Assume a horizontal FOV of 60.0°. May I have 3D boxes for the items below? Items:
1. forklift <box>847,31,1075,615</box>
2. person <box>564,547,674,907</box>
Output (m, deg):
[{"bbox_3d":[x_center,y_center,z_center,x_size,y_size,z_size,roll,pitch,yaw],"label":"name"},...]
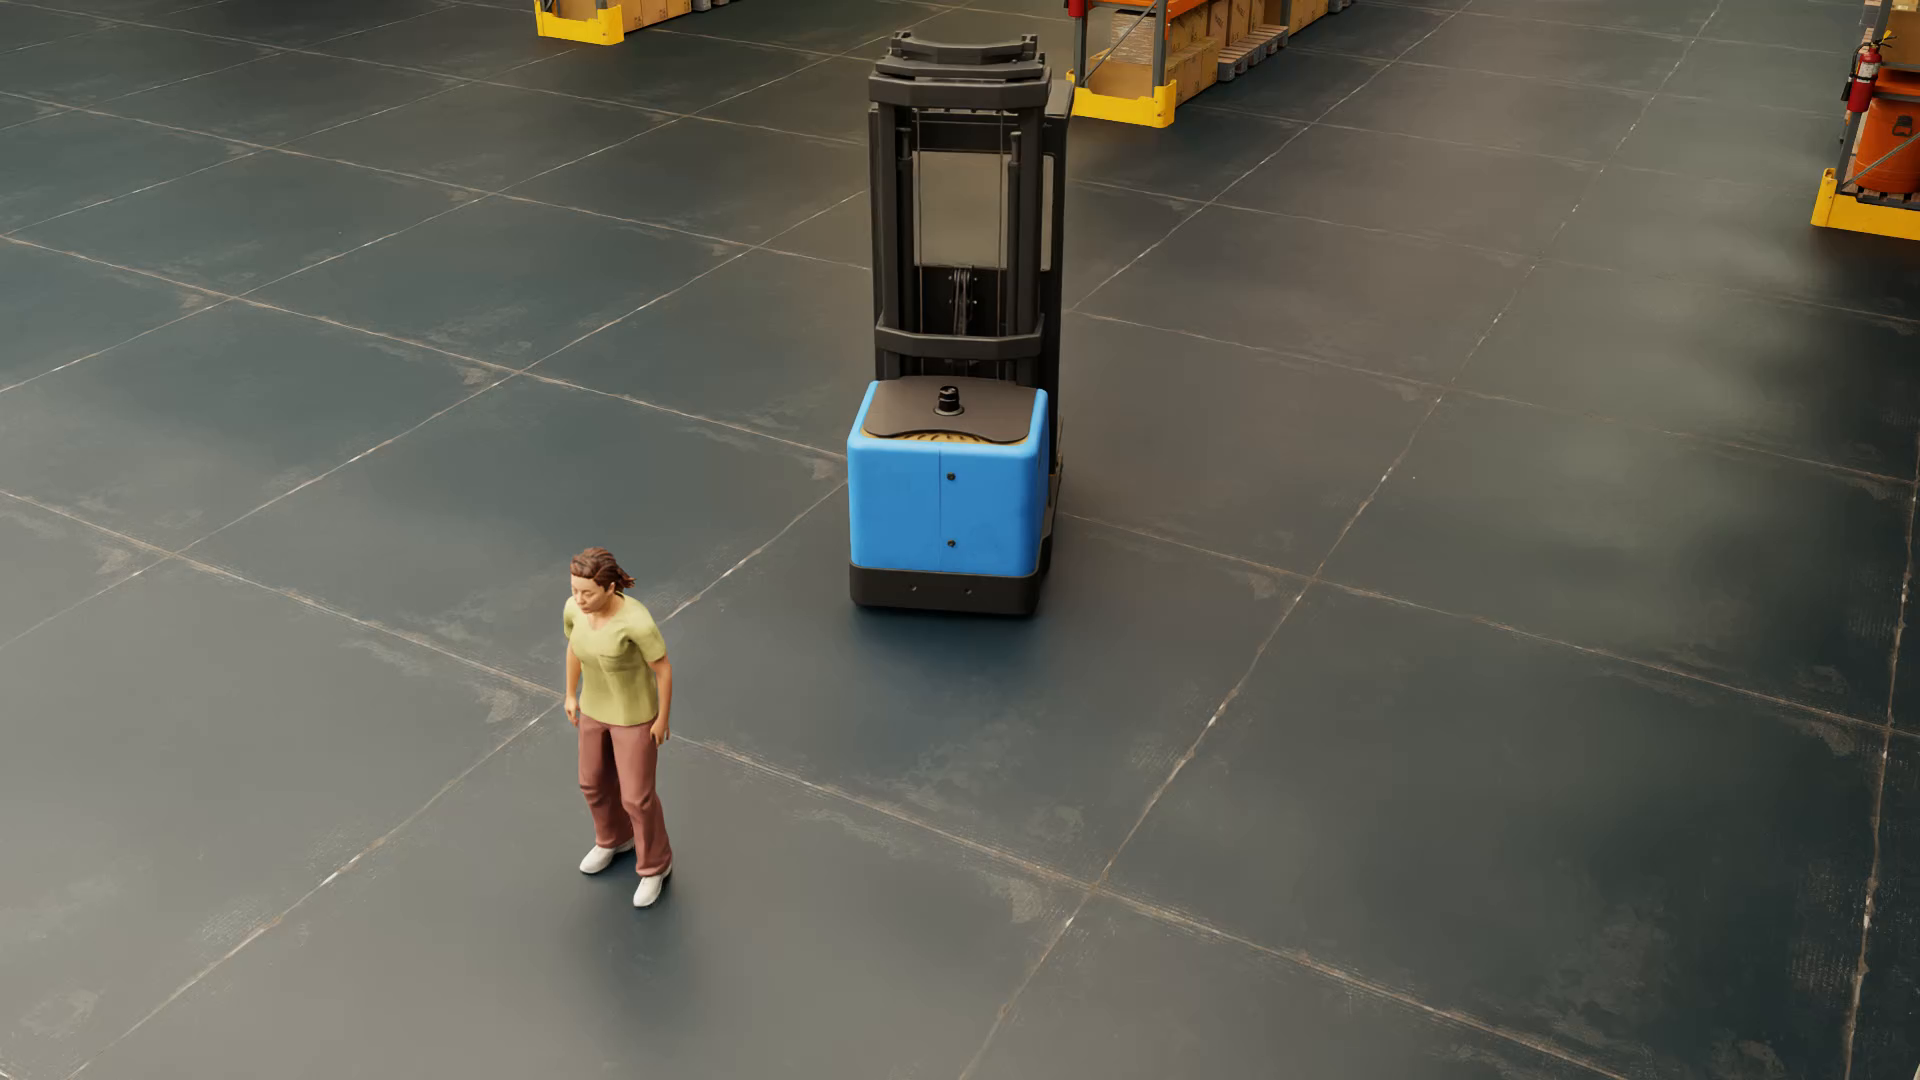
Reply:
[{"bbox_3d":[0.072,-1.572,9.794,1.130,2.935,3.031,3,30,6],"label":"forklift"},{"bbox_3d":[-1.470,0.757,7.030,0.515,1.677,0.391,15,33,23],"label":"person"}]
